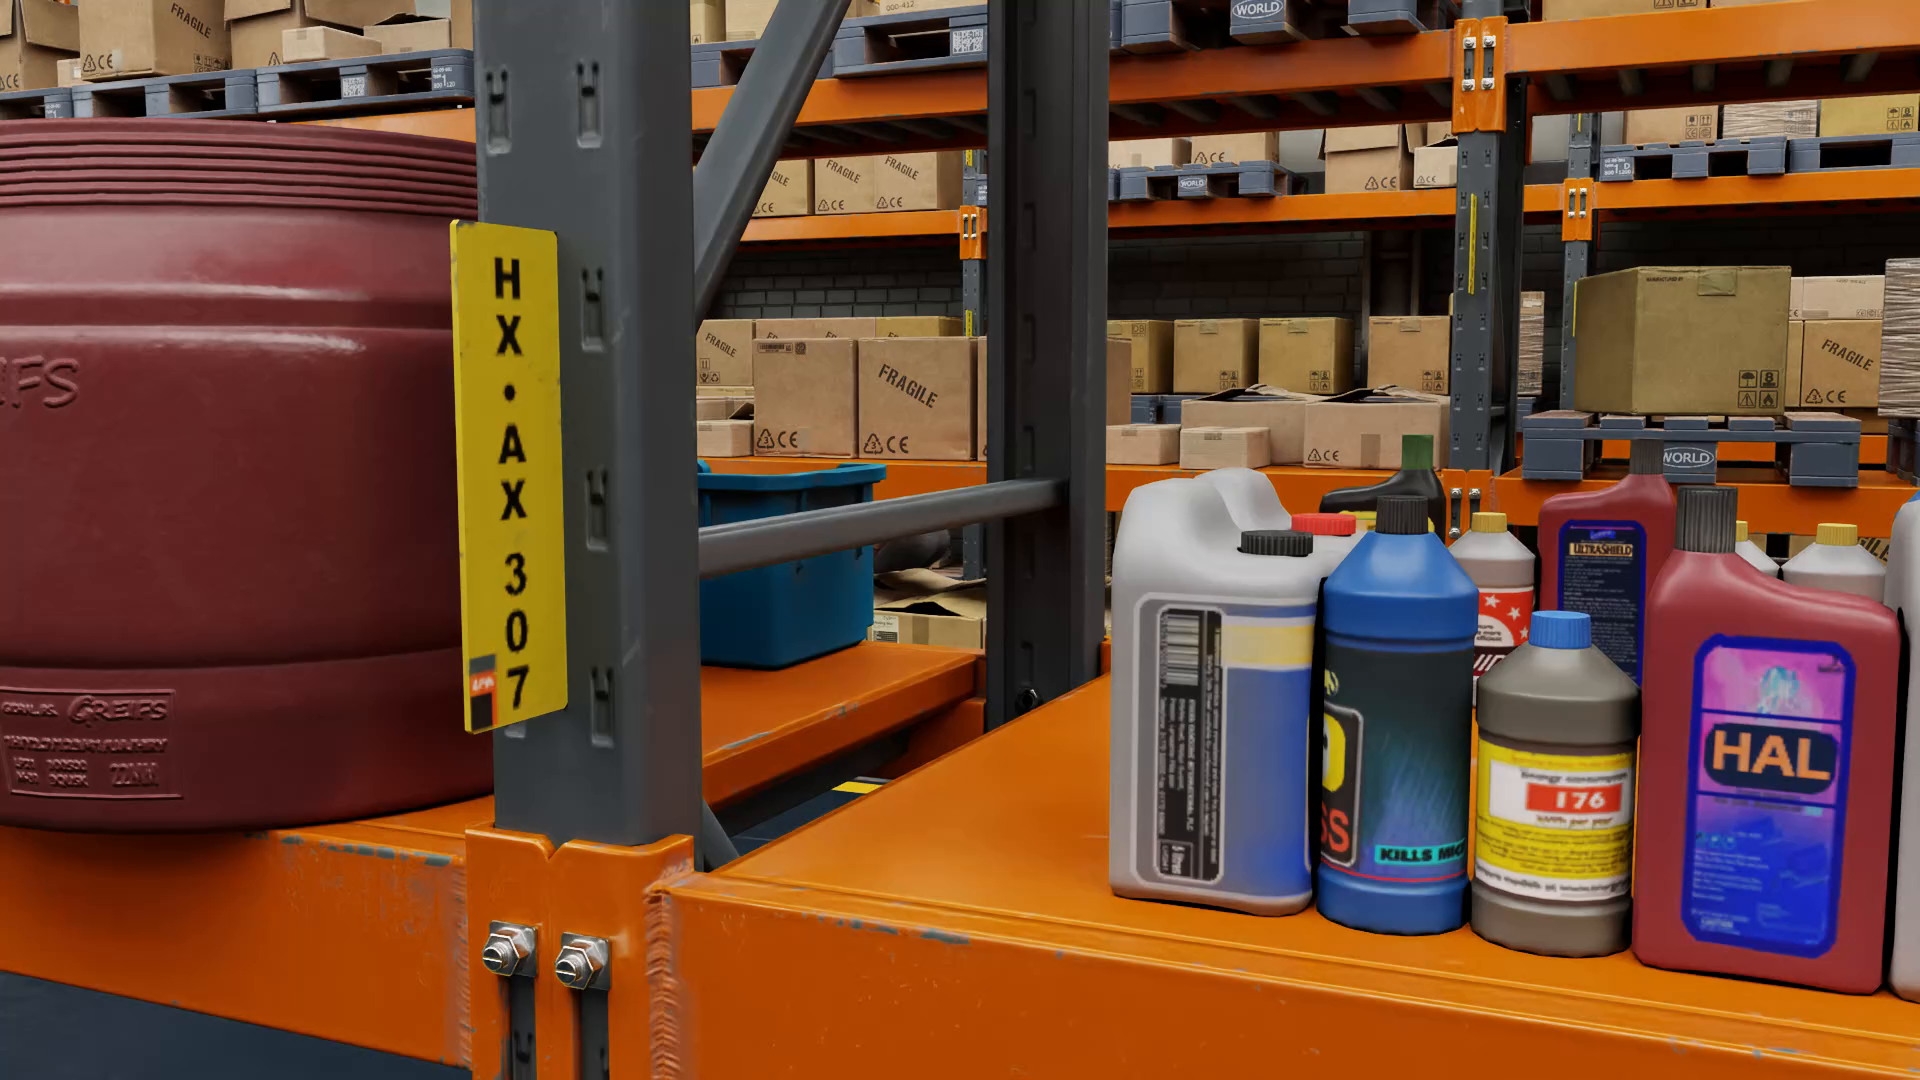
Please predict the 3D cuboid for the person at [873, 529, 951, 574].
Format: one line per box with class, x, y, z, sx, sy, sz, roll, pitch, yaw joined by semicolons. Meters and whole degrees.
person;-0.388;0.025;9.458;0.616;1.390;0.495;3;6;24
